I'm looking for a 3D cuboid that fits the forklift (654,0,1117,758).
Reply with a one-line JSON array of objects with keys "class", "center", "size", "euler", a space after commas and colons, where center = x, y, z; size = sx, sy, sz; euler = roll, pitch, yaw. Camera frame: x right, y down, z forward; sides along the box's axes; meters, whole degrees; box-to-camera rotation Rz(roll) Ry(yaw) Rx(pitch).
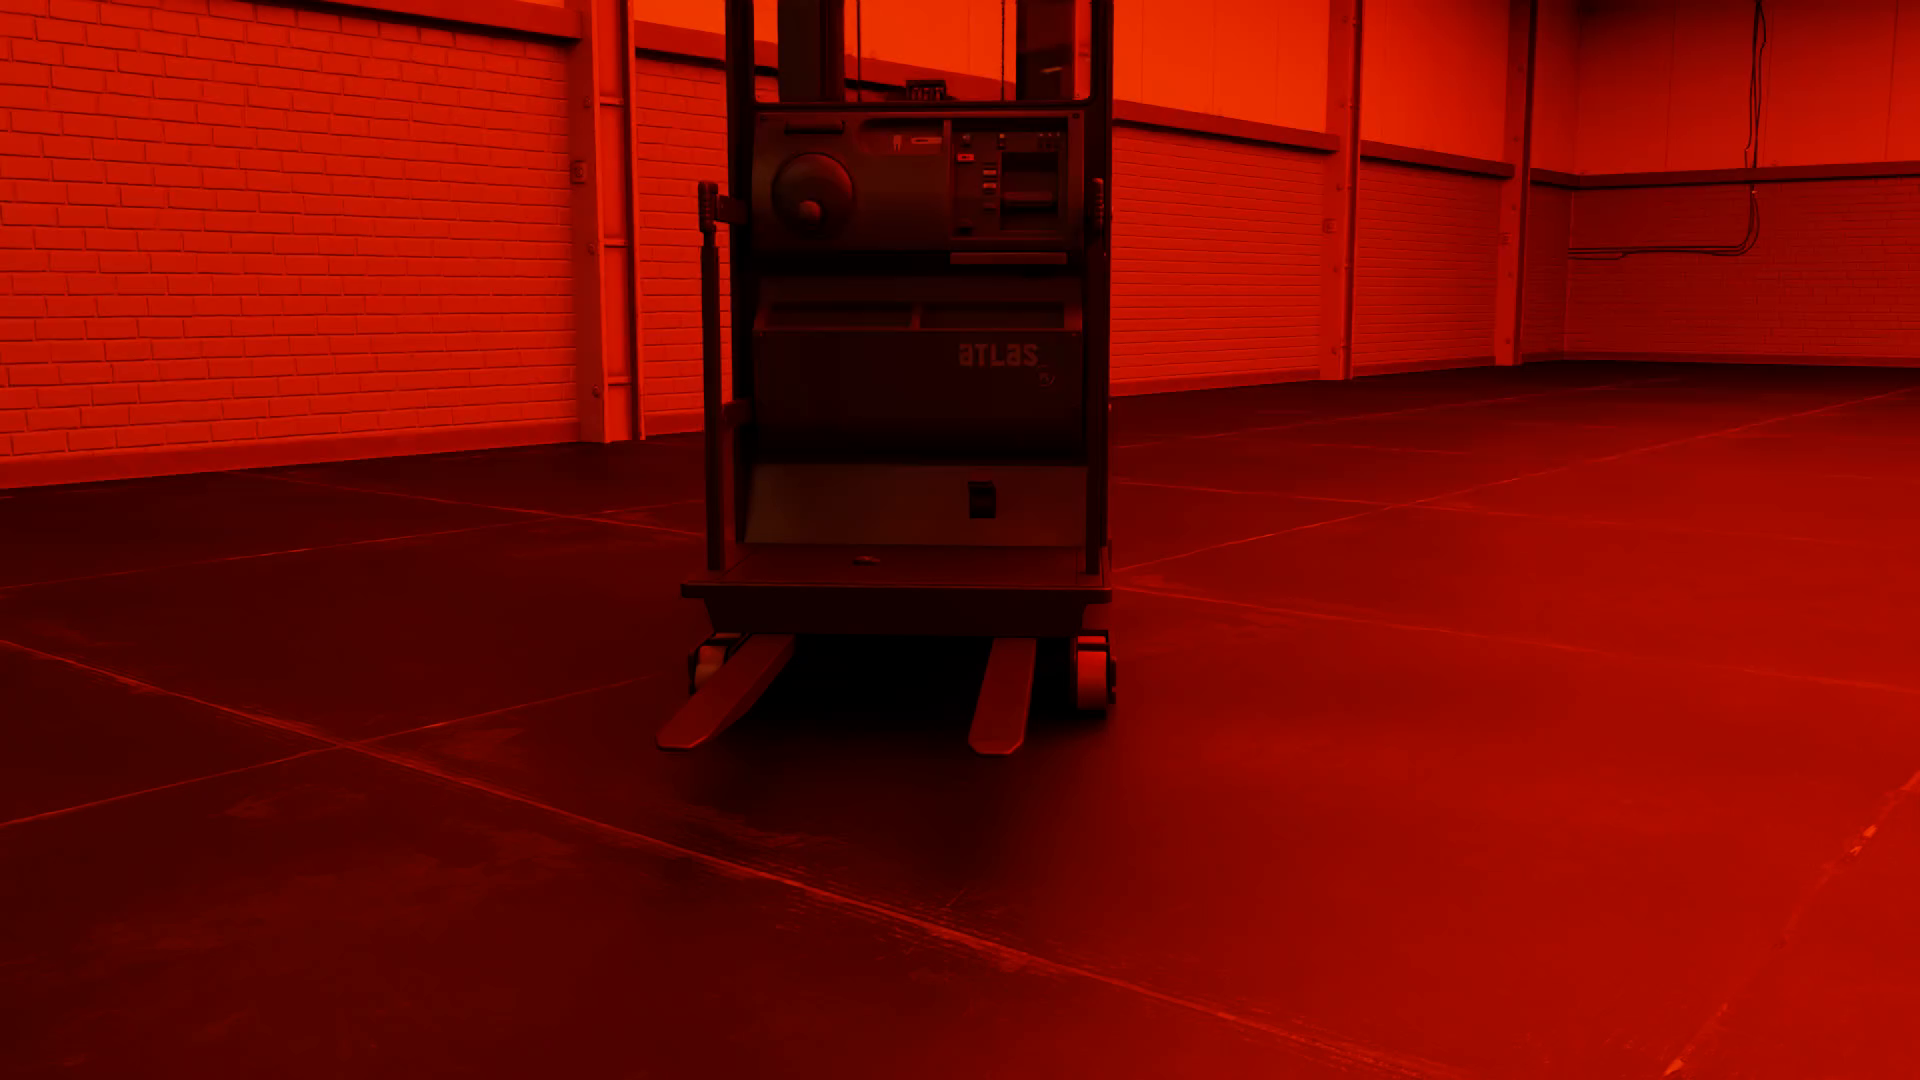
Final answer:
[{"class": "forklift", "center": [-0.131, -1.049, 4.454], "size": [1.130, 2.935, 3.031], "euler": [1, 8, 4]}]
